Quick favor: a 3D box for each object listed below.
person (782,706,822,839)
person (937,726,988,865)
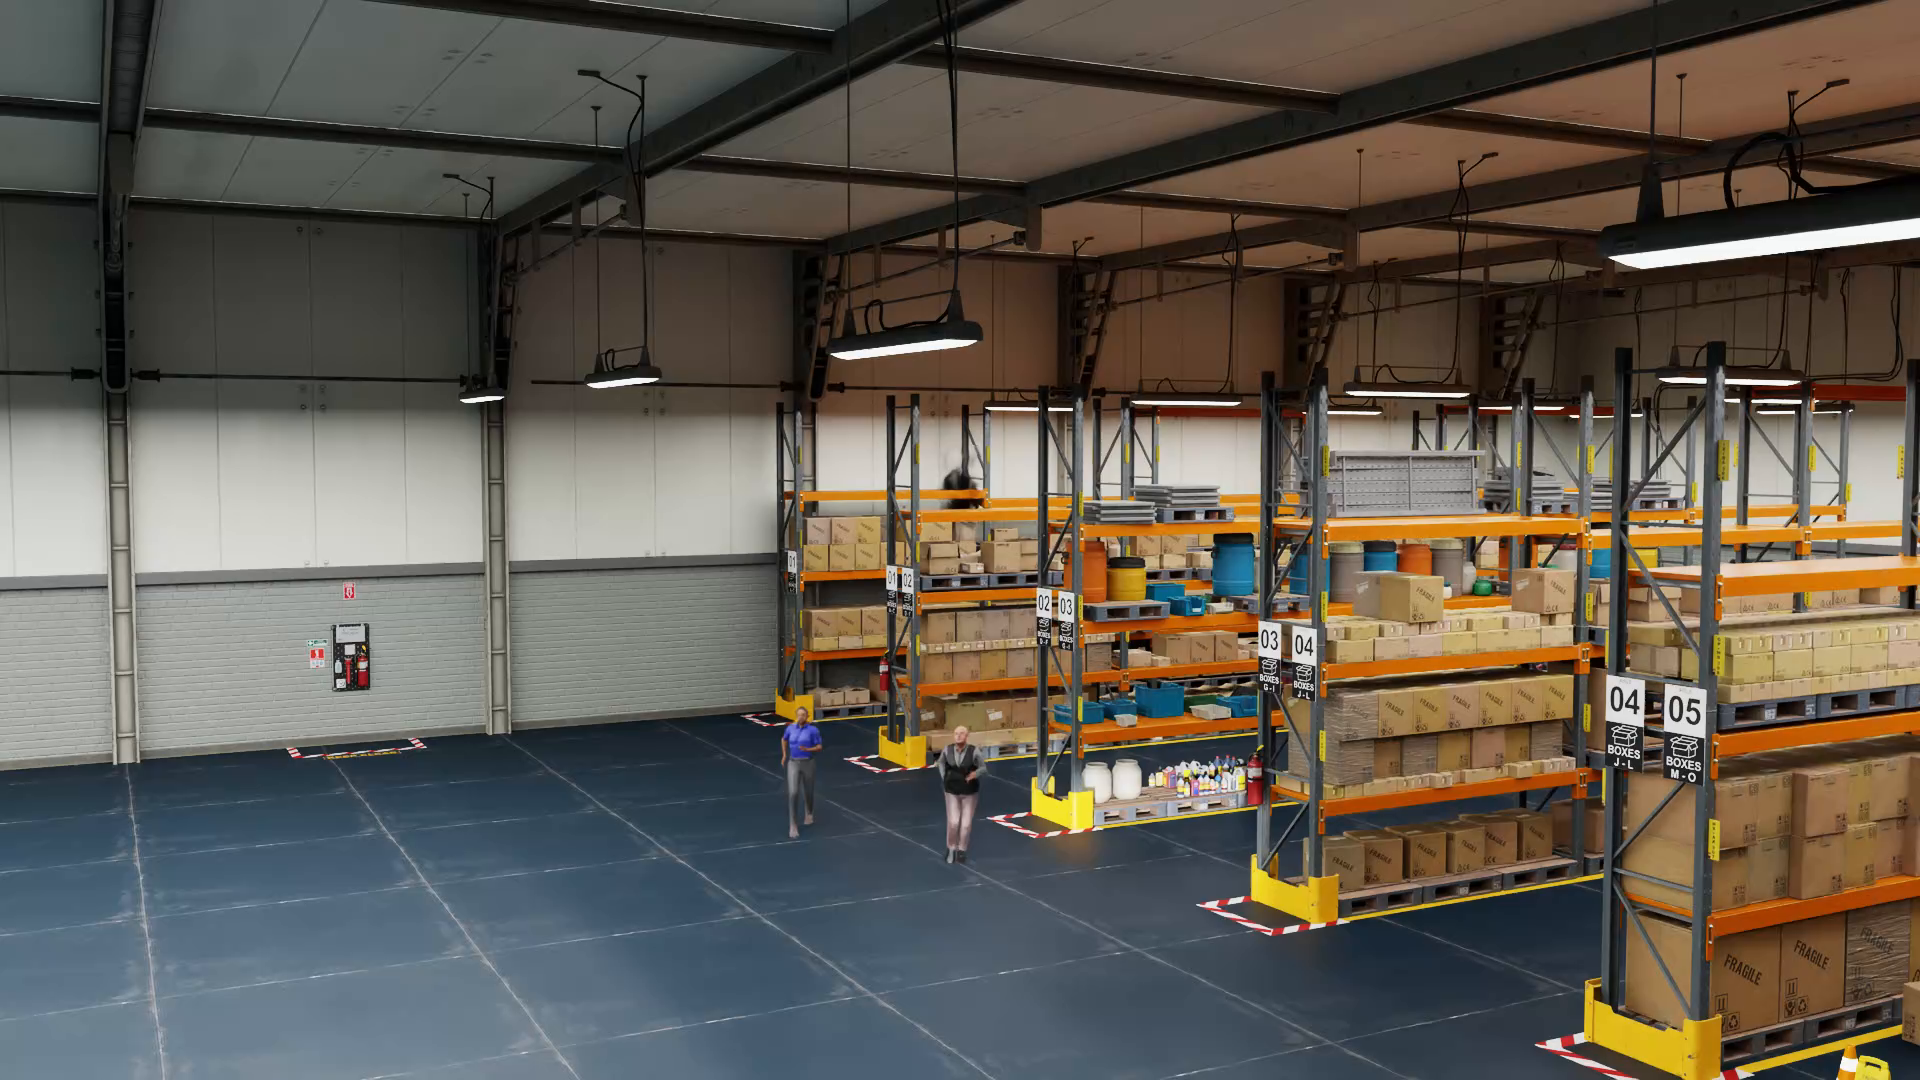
[{"bbox_3d":[-2.119,3.116,22.252,0.556,1.602,0.808,0,3,-2],"label":"person"},{"bbox_3d":[0.024,3.158,20.507,0.631,1.738,0.704,0,3,2],"label":"person"}]
